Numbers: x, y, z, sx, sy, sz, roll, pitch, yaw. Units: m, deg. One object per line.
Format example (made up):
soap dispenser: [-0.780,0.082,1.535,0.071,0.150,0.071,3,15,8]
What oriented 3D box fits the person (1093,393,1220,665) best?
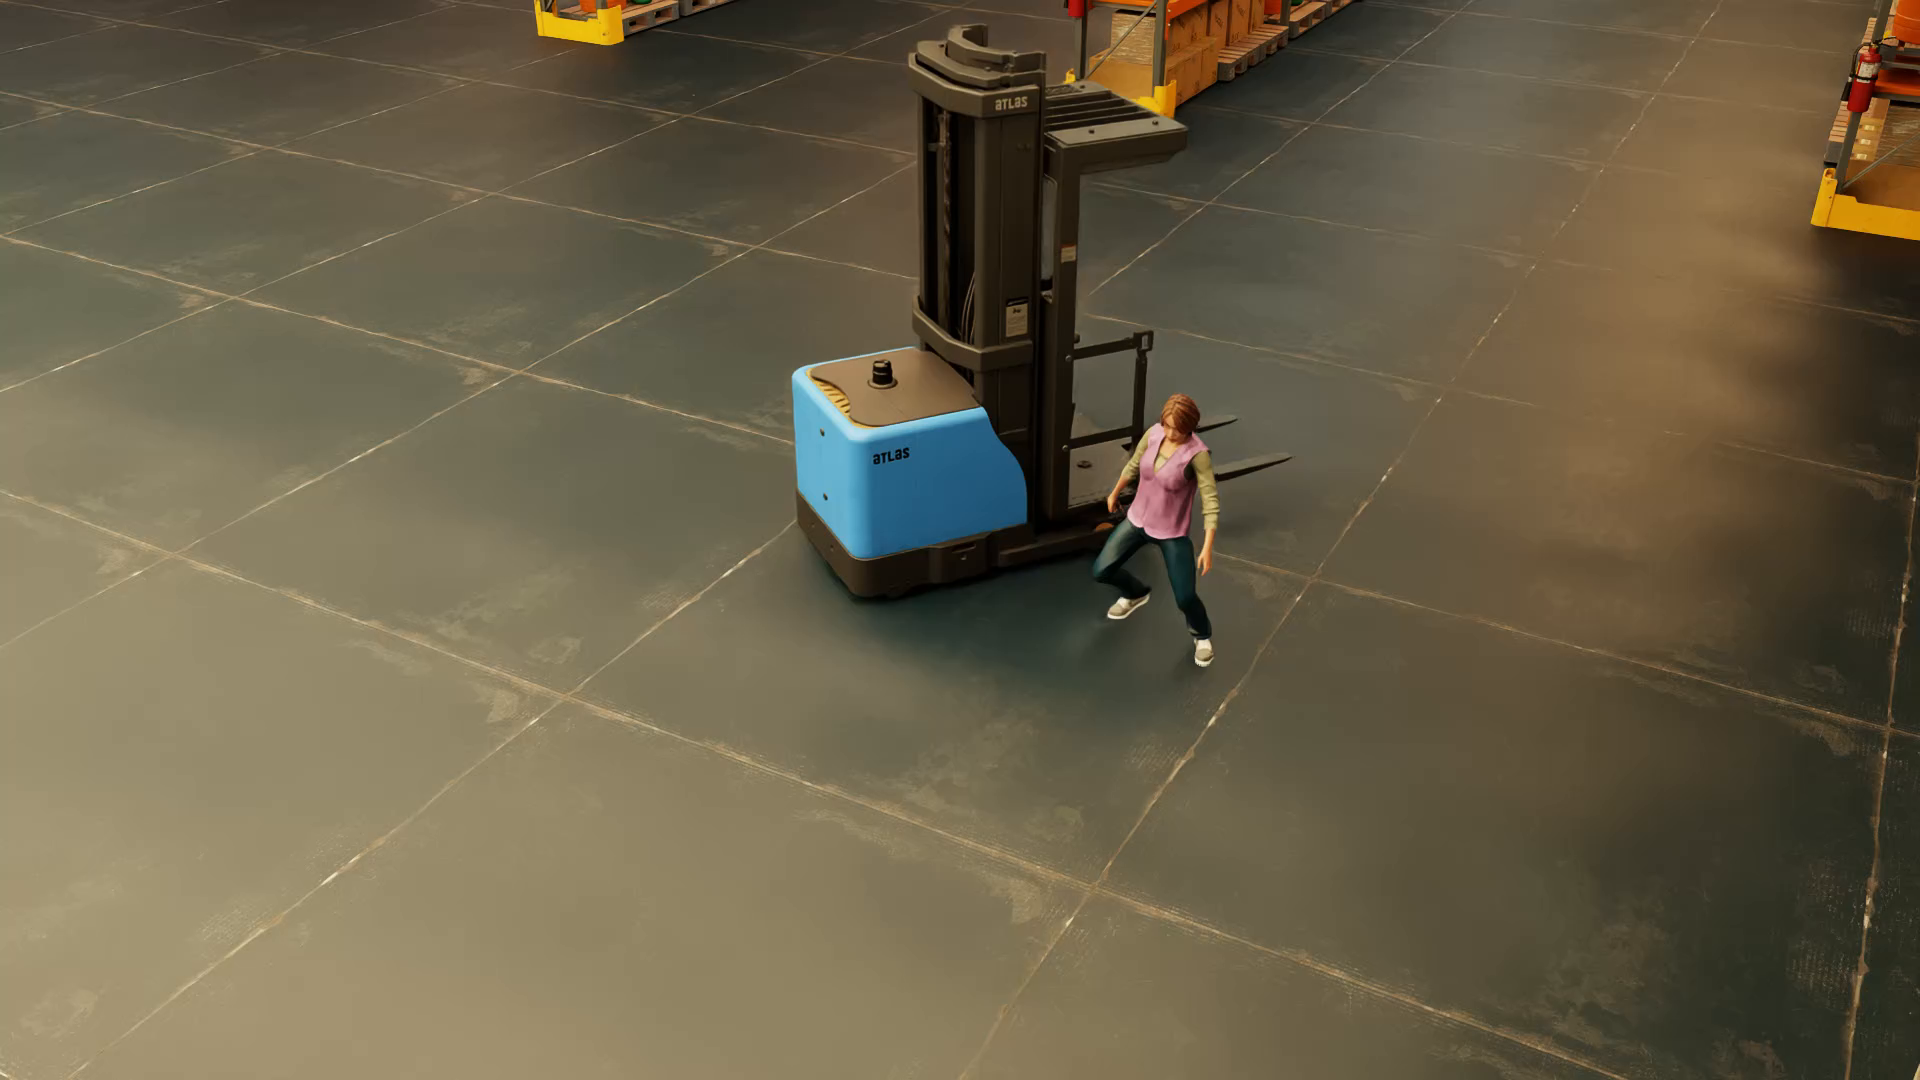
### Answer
person: [1.041,-0.077,8.658,0.486,1.499,0.775,-26,39,-38]

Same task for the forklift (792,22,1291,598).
forklift: [0.577,-1.429,9.547,3.031,2.935,1.130,-13,33,-22]
